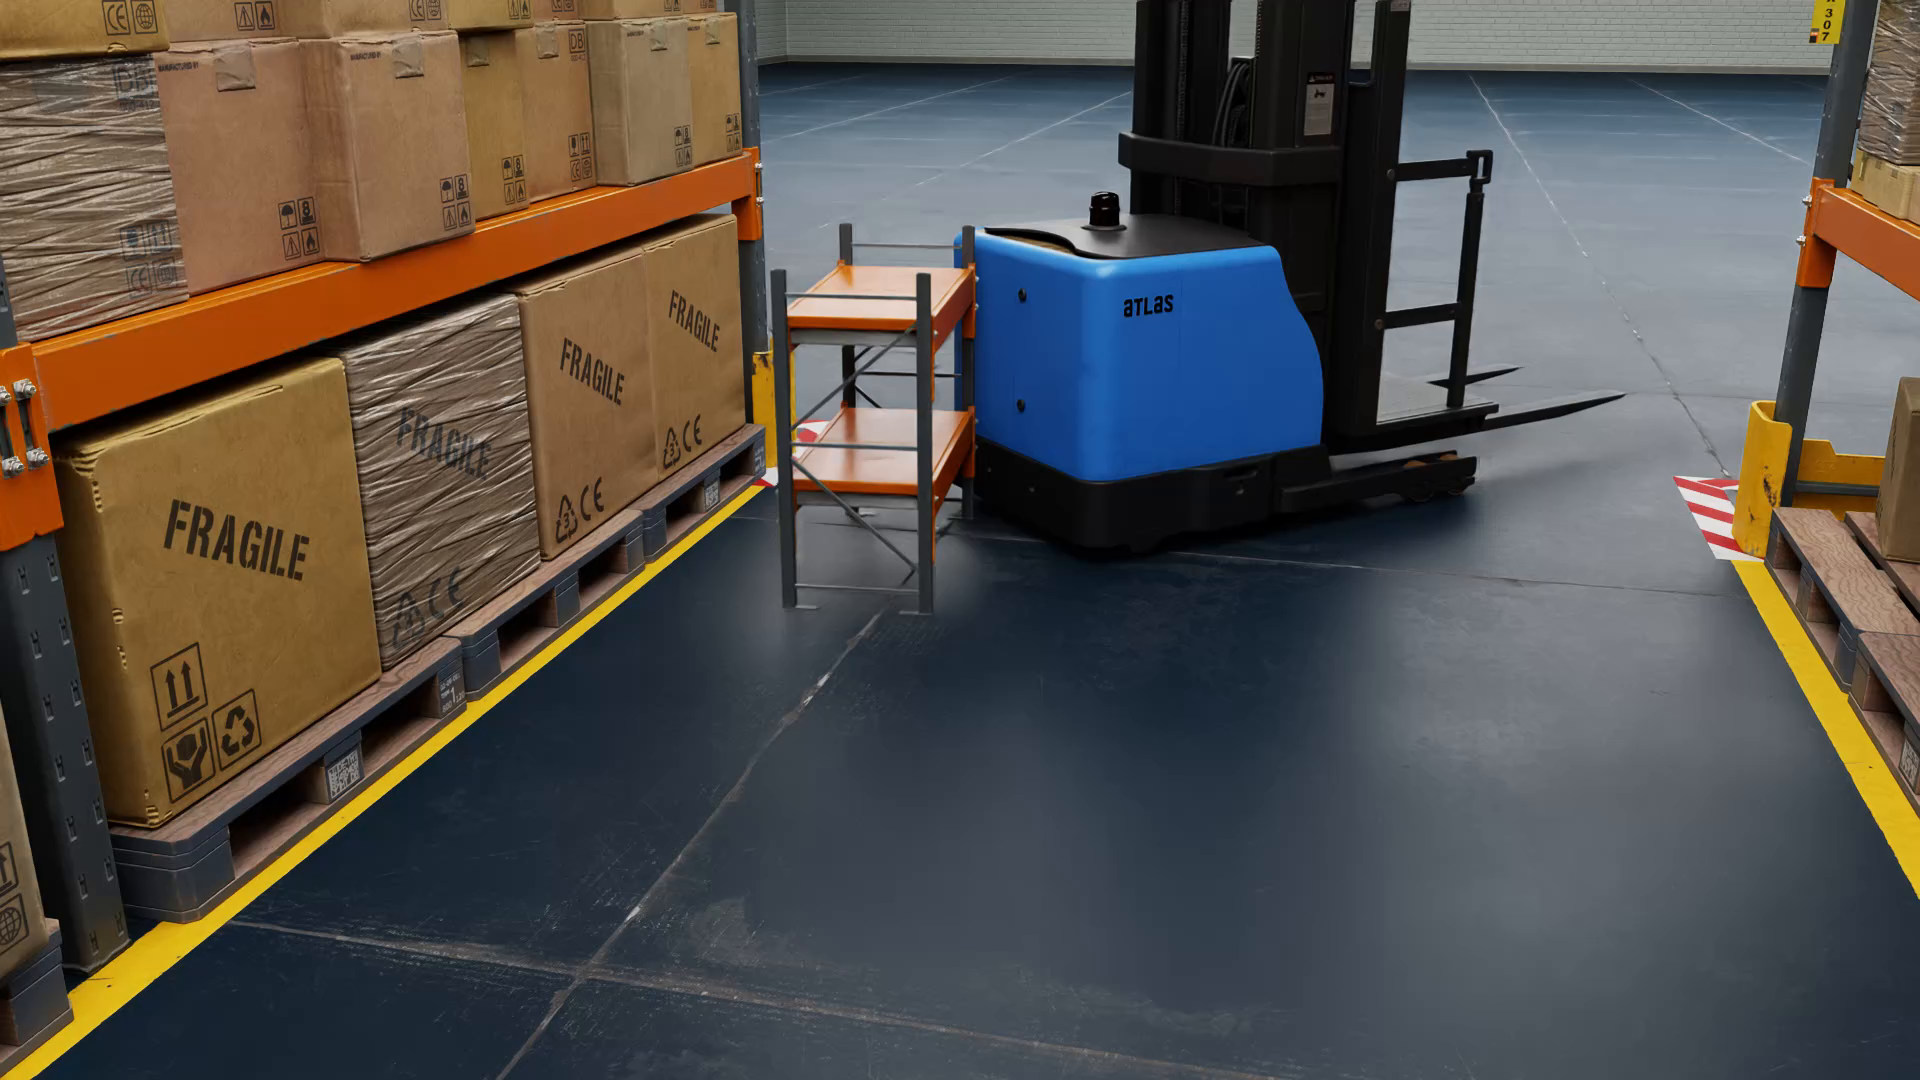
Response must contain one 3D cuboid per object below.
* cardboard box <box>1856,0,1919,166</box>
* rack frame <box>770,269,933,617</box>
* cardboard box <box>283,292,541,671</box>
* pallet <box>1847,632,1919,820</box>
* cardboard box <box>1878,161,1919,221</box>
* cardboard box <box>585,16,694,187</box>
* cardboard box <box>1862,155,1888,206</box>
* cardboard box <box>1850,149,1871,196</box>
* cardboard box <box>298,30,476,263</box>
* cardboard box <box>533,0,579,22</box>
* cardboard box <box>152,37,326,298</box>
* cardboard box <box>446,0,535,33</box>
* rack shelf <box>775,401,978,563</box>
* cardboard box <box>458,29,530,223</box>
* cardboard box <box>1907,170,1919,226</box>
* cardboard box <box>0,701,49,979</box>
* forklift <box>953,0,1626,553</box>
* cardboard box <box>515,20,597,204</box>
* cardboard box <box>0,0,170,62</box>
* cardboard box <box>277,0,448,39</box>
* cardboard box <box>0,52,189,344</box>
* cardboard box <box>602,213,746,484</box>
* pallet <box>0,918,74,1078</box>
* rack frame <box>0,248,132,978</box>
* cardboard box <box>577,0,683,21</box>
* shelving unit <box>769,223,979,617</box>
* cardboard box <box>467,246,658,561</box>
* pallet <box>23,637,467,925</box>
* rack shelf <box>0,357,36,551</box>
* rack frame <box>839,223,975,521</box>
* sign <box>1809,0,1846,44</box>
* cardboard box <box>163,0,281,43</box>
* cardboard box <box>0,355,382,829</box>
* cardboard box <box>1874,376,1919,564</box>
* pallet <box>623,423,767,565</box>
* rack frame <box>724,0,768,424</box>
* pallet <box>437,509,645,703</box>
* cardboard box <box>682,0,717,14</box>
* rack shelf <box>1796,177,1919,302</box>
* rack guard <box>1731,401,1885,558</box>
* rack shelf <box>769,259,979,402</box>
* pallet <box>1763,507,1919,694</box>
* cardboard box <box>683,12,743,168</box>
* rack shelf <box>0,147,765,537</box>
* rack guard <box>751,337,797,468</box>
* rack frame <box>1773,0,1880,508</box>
[{"bbox_3d":[3.304,-1.407,5.052,0.875,0.500,0.500,5,19,13],"label":"cardboard box"},{"bbox_3d":[-0.338,-0.296,5.314,0.500,1.125,0.032,3,19,8],"label":"rack frame"},{"bbox_3d":[-1.859,-0.227,4.848,0.875,0.875,0.875,5,19,14],"label":"cardboard box"},{"bbox_3d":[2.914,0.587,4.142,1.003,0.211,1.213,5,19,13],"label":"pallet"},{"bbox_3d":[3.009,-1.046,4.997,0.380,0.149,0.250,5,19,13],"label":"cardboard box"},{"bbox_3d":[-1.480,-1.590,5.969,0.875,0.550,0.550,5,19,13],"label":"cardboard box"},{"bbox_3d":[3.085,-1.123,5.223,0.380,0.149,0.250,5,19,13],"label":"cardboard box"},{"bbox_3d":[3.165,-1.200,5.448,0.380,0.149,0.250,5,19,13],"label":"cardboard box"},{"bbox_3d":[-1.860,-1.081,4.478,0.875,0.550,0.550,5,19,13],"label":"cardboard box"},{"bbox_3d":[-1.761,-1.937,5.315,0.875,0.550,0.550,5,19,13],"label":"cardboard box"},{"bbox_3d":[-2.106,-0.921,4.010,0.875,0.550,0.550,5,19,13],"label":"cardboard box"},{"bbox_3d":[-1.765,-1.761,4.798,0.875,0.550,0.500,5,19,13],"label":"cardboard box"},{"bbox_3d":[-0.267,-0.227,5.869,0.538,0.278,1.000,3,19,8],"label":"rack shelf"},{"bbox_3d":[-1.828,-1.255,4.988,0.875,0.550,0.500,5,19,13],"label":"cardboard box"},{"bbox_3d":[2.968,-0.966,4.763,0.380,0.149,0.250,5,19,13],"label":"cardboard box"},{"bbox_3d":[-2.361,0.509,2.888,1.050,0.750,0.750,5,19,13],"label":"cardboard box"},{"bbox_3d":[1.494,-1.671,6.546,3.031,2.935,1.130,-11,22,-29],"label":"forklift"},{"bbox_3d":[-1.738,-1.424,5.484,0.875,0.550,0.550,5,19,13],"label":"cardboard box"},{"bbox_3d":[-2.173,-1.254,3.315,0.875,0.550,0.550,5,19,13],"label":"cardboard box"},{"bbox_3d":[-1.887,-1.594,4.310,0.875,0.550,0.550,5,19,13],"label":"cardboard box"},{"bbox_3d":[-2.218,-0.746,3.500,0.875,0.550,0.550,5,19,13],"label":"cardboard box"},{"bbox_3d":[-1.421,-0.788,6.492,0.875,0.875,0.875,5,19,14],"label":"cardboard box"},{"bbox_3d":[-2.412,1.008,2.908,1.003,0.211,1.213,5,19,13],"label":"pallet"},{"bbox_3d":[-2.297,-0.559,3.183,1.000,3.000,0.127,5,19,13],"label":"rack frame"},{"bbox_3d":[-1.493,-2.102,5.797,0.875,0.550,0.550,5,19,13],"label":"cardboard box"},{"bbox_3d":[-0.267,-0.459,5.790,0.538,1.125,1.048,3,19,8],"label":"shelving unit"},{"bbox_3d":[-1.634,-0.512,5.684,0.875,0.875,0.875,4,19,13],"label":"cardboard box"},{"bbox_3d":[-2.035,0.529,4.314,1.003,0.211,1.213,5,19,13],"label":"pallet"},{"bbox_3d":[-2.786,0.408,1.464,1.077,0.370,4.000,5,19,13],"label":"rack shelf"},{"bbox_3d":[-0.195,-0.621,6.266,0.500,1.125,0.032,3,19,8],"label":"rack frame"},{"bbox_3d":[2.939,-1.842,5.600,0.100,0.325,0.005,5,19,13],"label":"sign"},{"bbox_3d":[-2.152,-1.435,3.847,0.875,0.550,0.550,5,19,13],"label":"cardboard box"},{"bbox_3d":[-2.075,0.056,4.020,0.875,0.875,0.875,5,19,14],"label":"cardboard box"},{"bbox_3d":[3.297,-0.211,5.381,0.500,0.500,0.500,9,21,23],"label":"cardboard box"},{"bbox_3d":[-1.439,-0.236,6.553,1.003,0.211,1.213,5,19,13],"label":"pallet"},{"bbox_3d":[-1.320,-1.813,6.854,1.000,3.000,0.127,5,19,13],"label":"rack frame"},{"bbox_3d":[-1.739,0.145,5.437,1.003,0.211,1.213,5,19,13],"label":"pallet"},{"bbox_3d":[-1.448,-2.281,6.323,0.875,0.550,0.550,5,19,13],"label":"cardboard box"},{"bbox_3d":[2.977,-0.422,3.895,1.077,0.370,4.000,5,19,13],"label":"rack shelf"},{"bbox_3d":[3.447,-0.183,5.948,1.175,0.500,0.348,5,19,13],"label":"rack guard"},{"bbox_3d":[-0.267,-0.736,5.695,0.538,0.278,1.000,3,19,8],"label":"rack shelf"},{"bbox_3d":[3.214,0.206,5.258,1.003,0.211,1.213,5,19,13],"label":"pallet"},{"bbox_3d":[-1.366,-1.764,6.479,0.875,0.550,0.550,5,19,13],"label":"cardboard box"},{"bbox_3d":[-1.808,-0.845,5.135,1.077,0.370,4.000,5,19,13],"label":"rack shelf"},{"bbox_3d":[-1.314,-0.637,7.280,1.175,0.500,0.348,5,19,13],"label":"rack guard"},{"bbox_3d":[3.465,-1.389,5.614,1.000,3.000,0.127,5,19,13],"label":"rack frame"}]
